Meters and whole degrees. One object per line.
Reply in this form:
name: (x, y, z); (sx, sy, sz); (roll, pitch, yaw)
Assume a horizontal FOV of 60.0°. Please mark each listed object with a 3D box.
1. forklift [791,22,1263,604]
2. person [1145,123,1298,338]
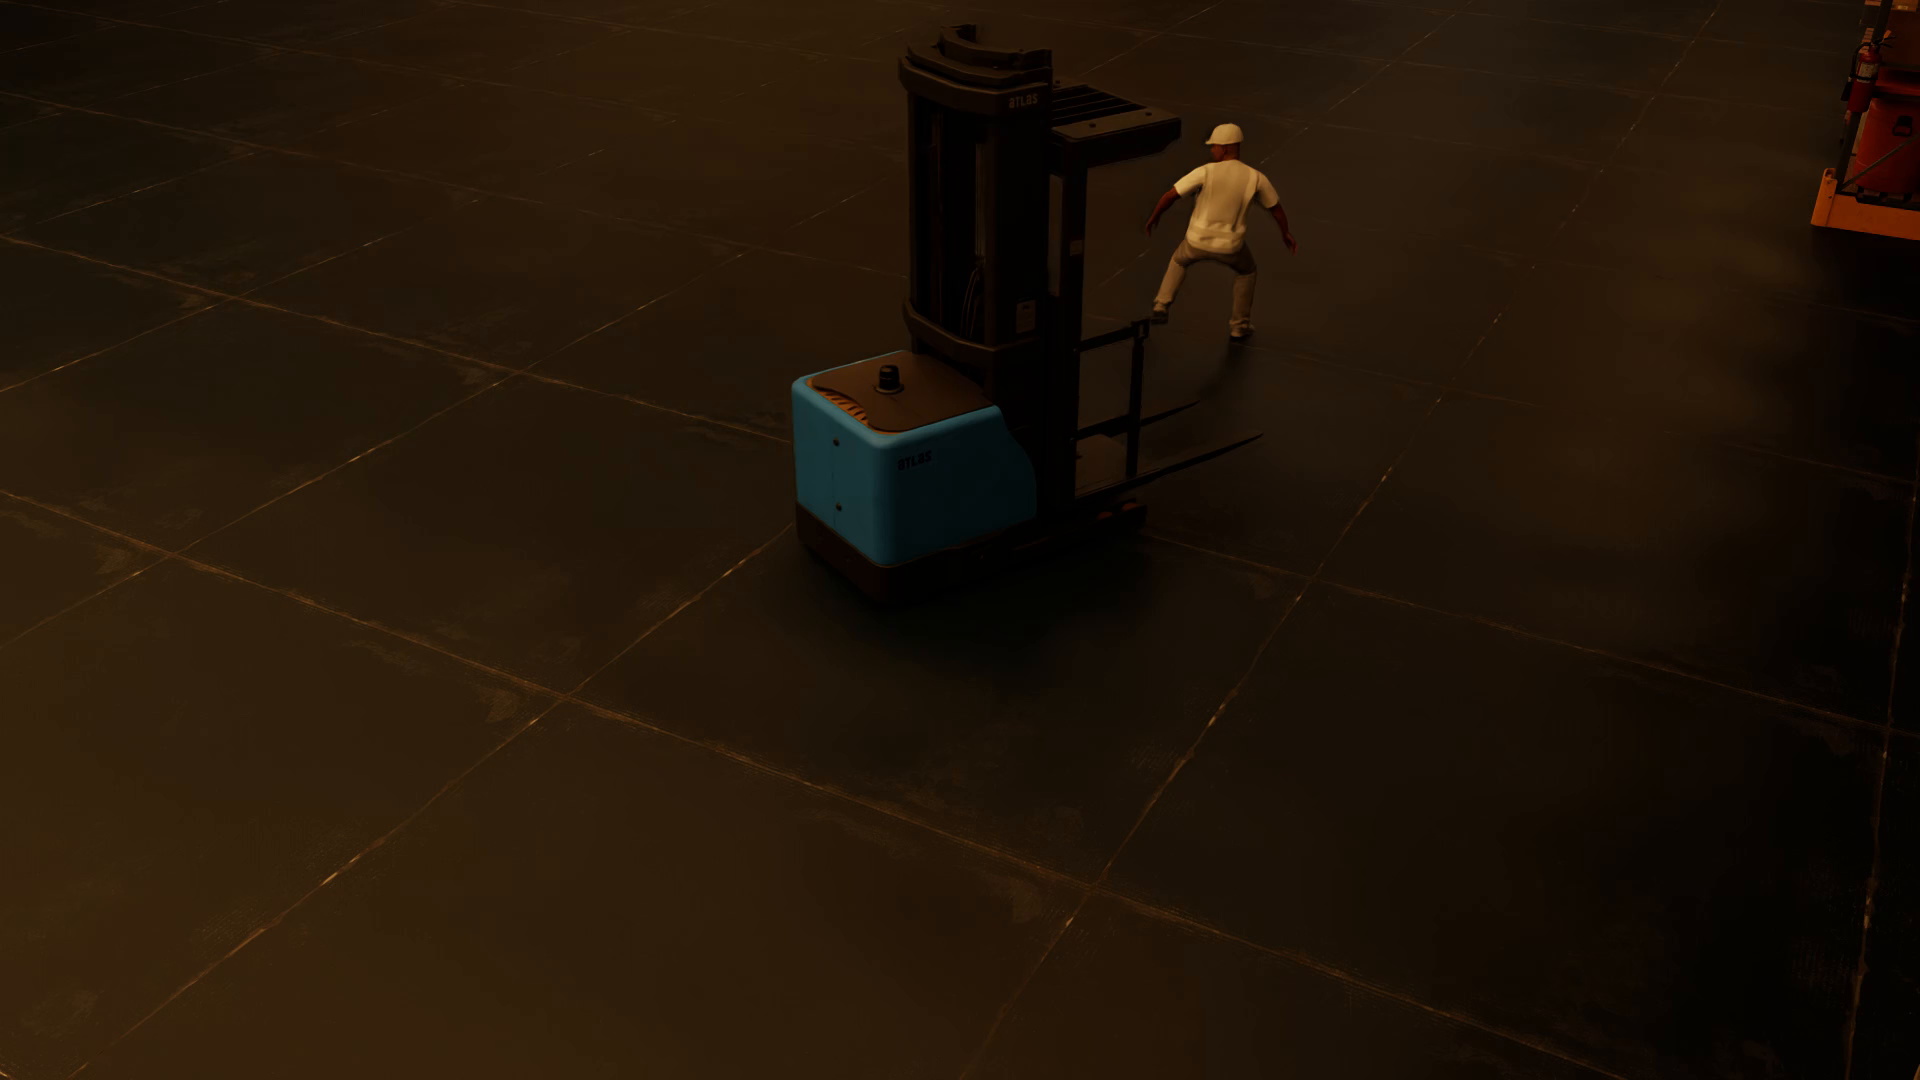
forklift: (0.525, -1.475, 9.626); (3.031, 2.935, 1.130); (-19, 35, -29)
person: (1.946, -2.271, 12.354); (1.127, 1.640, 0.503); (5, 30, 8)
